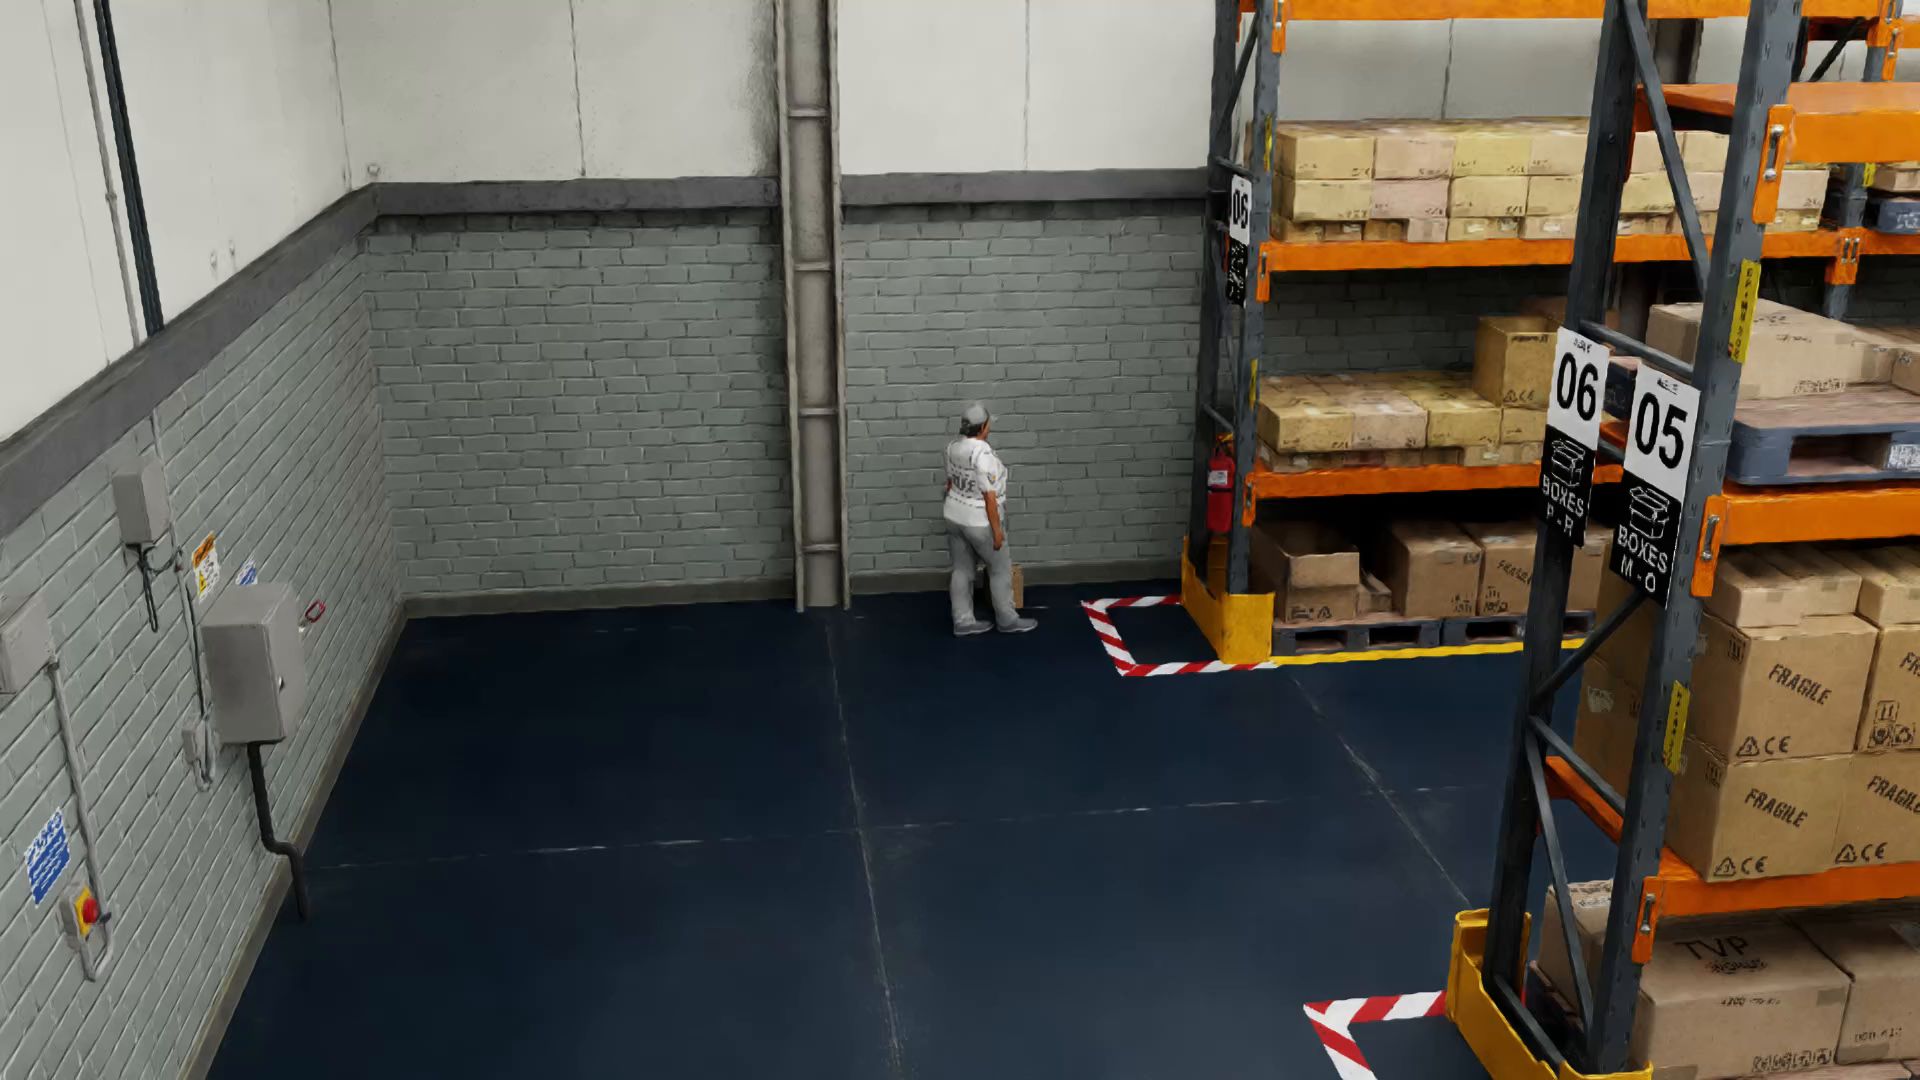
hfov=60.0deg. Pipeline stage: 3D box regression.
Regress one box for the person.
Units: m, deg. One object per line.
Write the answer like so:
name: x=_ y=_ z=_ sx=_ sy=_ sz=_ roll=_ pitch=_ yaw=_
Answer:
person: x=0.193 y=-0.149 z=11.451 sx=0.600 sy=1.656 sz=0.493 roll=-17 pitch=26 yaw=-38
